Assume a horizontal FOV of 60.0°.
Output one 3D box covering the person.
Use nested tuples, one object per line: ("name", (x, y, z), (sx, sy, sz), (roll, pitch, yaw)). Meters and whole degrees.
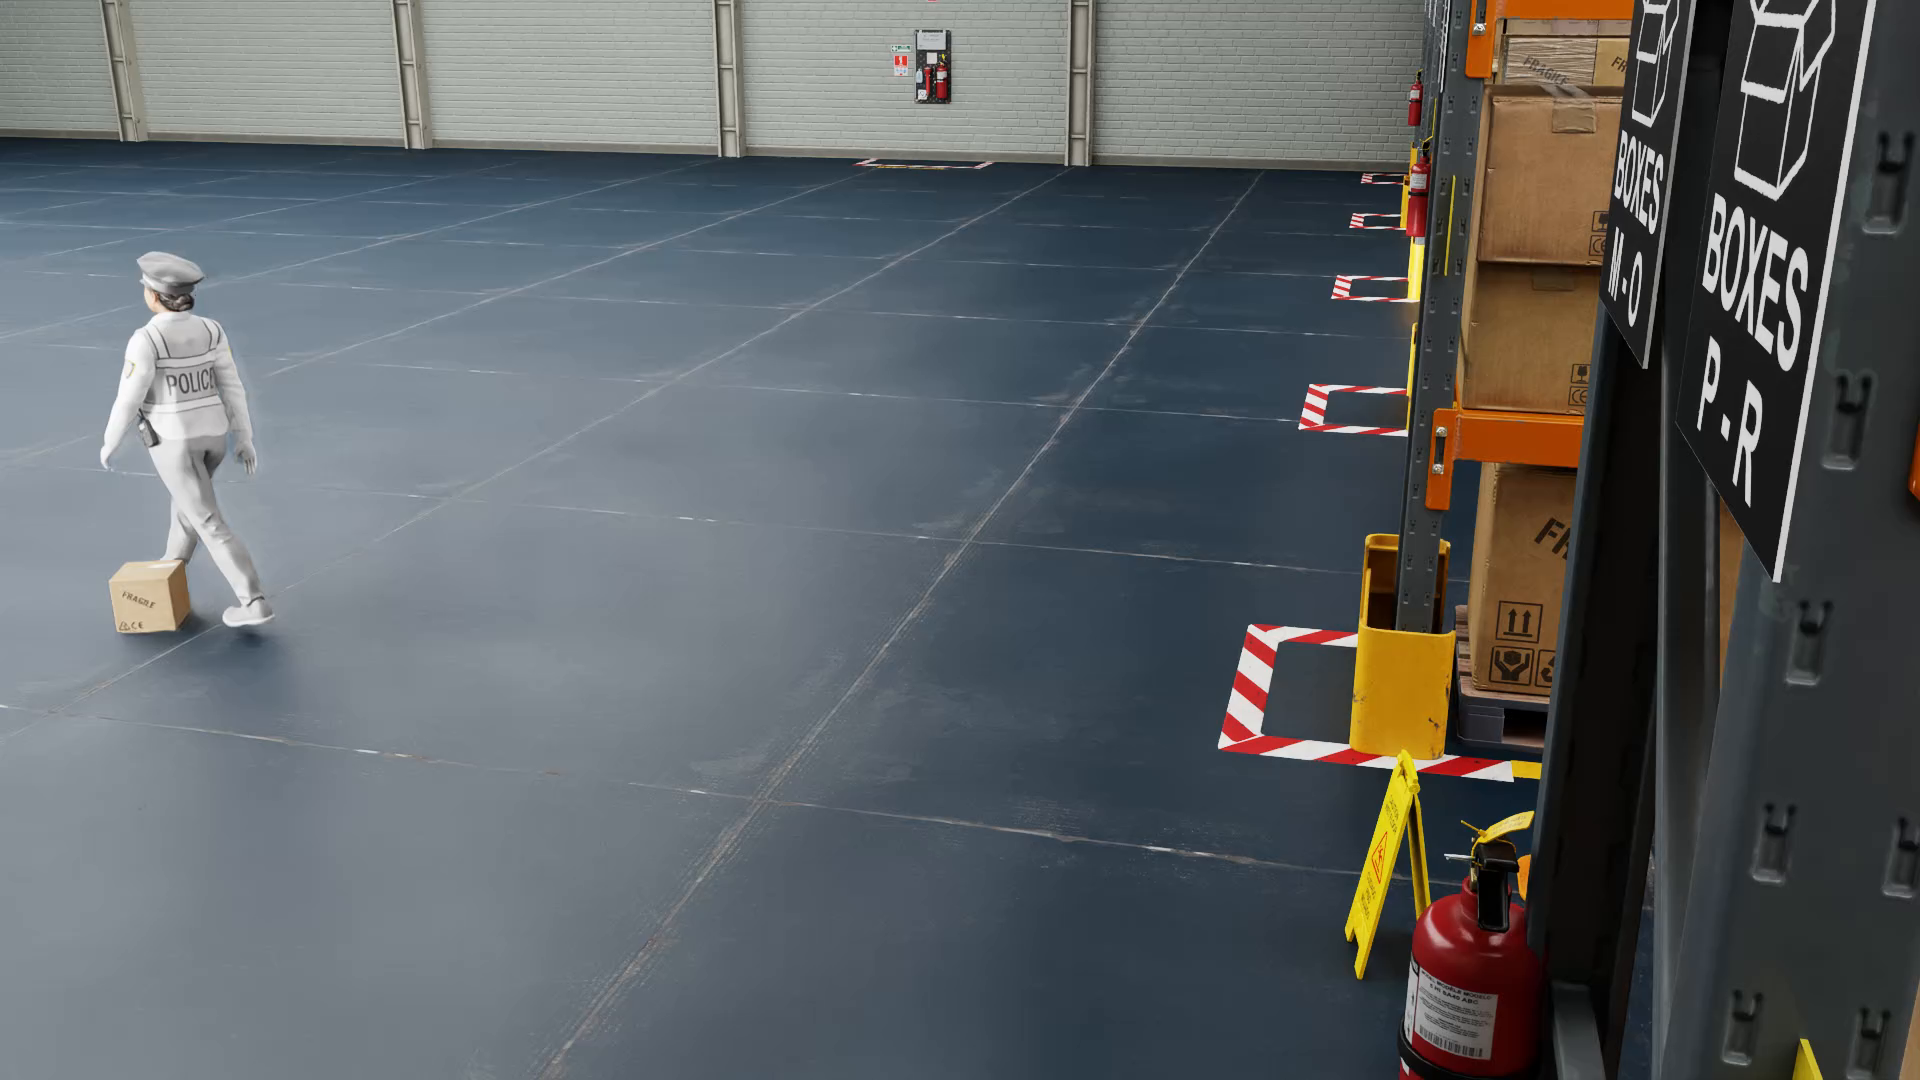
("person", (-3.482, -0.453, 7.330), (1.003, 1.628, 0.504), (8, 20, 22))
